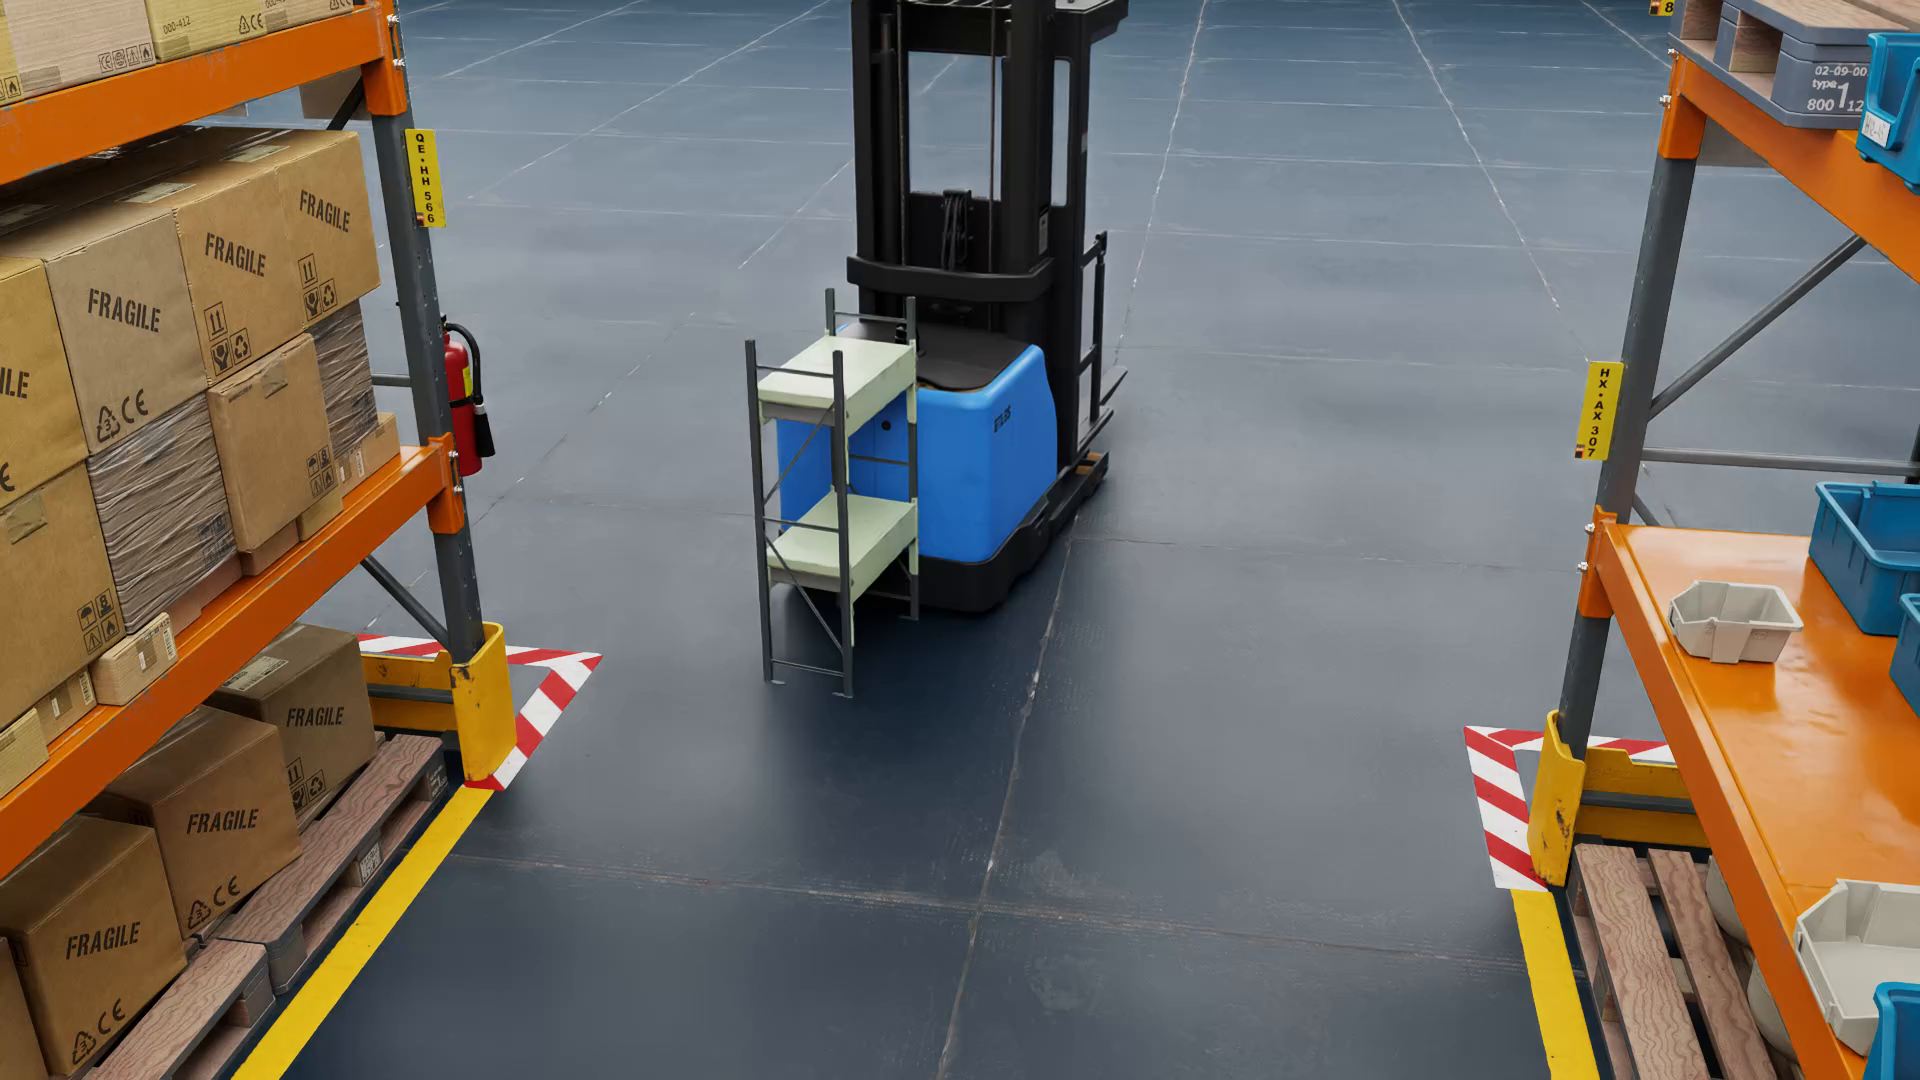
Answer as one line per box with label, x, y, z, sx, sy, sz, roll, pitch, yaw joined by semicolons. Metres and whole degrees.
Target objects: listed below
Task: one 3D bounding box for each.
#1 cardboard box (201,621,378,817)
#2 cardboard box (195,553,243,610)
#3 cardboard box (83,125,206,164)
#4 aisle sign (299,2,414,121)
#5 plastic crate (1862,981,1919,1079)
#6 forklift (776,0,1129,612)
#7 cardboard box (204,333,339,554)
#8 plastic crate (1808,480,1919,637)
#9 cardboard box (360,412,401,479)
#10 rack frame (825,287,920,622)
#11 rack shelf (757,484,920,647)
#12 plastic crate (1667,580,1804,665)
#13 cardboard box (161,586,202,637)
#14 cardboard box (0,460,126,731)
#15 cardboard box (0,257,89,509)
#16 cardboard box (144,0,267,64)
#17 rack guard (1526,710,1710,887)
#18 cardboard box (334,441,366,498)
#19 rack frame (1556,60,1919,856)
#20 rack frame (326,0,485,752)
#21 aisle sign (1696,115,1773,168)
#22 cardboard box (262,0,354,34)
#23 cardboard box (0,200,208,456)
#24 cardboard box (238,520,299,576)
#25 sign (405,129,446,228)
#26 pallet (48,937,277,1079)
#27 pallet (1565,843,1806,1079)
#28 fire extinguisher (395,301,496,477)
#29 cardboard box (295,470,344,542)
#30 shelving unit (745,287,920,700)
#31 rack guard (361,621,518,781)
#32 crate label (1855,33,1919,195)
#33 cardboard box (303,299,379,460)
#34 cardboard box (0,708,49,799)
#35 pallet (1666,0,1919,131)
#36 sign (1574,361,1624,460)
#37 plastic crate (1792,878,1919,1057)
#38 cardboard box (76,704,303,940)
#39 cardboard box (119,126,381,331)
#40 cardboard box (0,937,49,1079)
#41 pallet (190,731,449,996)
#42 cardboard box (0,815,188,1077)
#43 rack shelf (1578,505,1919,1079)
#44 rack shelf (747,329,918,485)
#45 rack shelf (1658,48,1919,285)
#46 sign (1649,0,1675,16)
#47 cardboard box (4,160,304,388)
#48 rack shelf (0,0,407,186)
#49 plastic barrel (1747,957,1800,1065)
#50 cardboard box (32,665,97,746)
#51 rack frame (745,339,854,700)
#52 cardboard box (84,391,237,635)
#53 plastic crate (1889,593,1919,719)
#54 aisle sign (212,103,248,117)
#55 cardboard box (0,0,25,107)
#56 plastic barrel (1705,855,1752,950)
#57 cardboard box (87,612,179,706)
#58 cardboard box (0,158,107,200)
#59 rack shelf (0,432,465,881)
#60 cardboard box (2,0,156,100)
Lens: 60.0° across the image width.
cardboard box;-2.445;0.618;5.846;0.500;0.500;0.500;9;27;18
cardboard box;-2.338;0.081;4.836;0.380;0.149;0.250;4;25;9
cardboard box;-2.685;-1.006;5.213;0.500;0.500;0.500;4;25;9
aisle sign;-2.020;-1.767;5.420;0.394;0.787;0.004;4;25;9
plastic crate;1.820;1.017;2.714;0.499;0.251;0.616;4;25;9
forklift;0.154;-1.607;8.225;1.130;2.935;3.031;9;27;18
cardboard box;-2.406;-0.319;4.924;0.875;0.500;0.500;4;25;9
plastic crate;2.774;0.056;4.767;0.499;0.251;0.616;4;25;9
cardboard box;-2.169;-0.337;5.728;0.380;0.149;0.250;4;25;9
rack frame;-0.374;-0.347;7.221;0.400;1.500;0.023;9;27;18
rack shelf;-0.501;0.094;7.049;0.431;0.370;0.720;9;27;18
plastic crate;2.097;0.230;4.531;0.298;0.136;0.250;4;25;9
cardboard box;-2.357;0.187;4.609;0.380;0.149;0.250;4;25;9
cardboard box;-2.624;0.096;4.039;0.875;0.500;0.500;4;25;9
cardboard box;-2.422;-0.343;3.796;0.500;0.500;0.500;4;25;9
cardboard box;-2.233;-1.447;4.441;0.500;0.250;0.500;4;25;9
rack guard;2.594;0.926;5.682;1.175;0.500;0.348;4;25;9
cardboard box;-2.210;-0.233;5.505;0.380;0.149;0.250;4;25;9
rack frame;2.560;-0.241;5.227;1.000;3.000;0.127;4;25;9
rack frame;-2.326;-0.584;5.960;1.000;3.000;0.127;4;25;9
aisle sign;2.283;-1.469;4.784;0.394;0.787;0.004;4;25;9
cardboard box;-2.154;-1.656;4.888;0.500;0.250;0.500;5;25;10
cardboard box;-2.332;-0.552;4.242;0.500;0.500;0.500;4;25;9
cardboard box;-2.257;-0.021;5.053;0.380;0.149;0.250;4;25;9
sign;-1.782;-1.205;5.548;0.100;0.325;0.005;4;25;9
pallet;-2.708;1.556;4.676;1.003;0.211;1.213;4;25;9
pallet;2.456;1.396;5.018;1.003;0.211;1.213;4;25;9
fire extinguisher;-1.853;-0.565;6.011;0.296;0.674;0.183;4;25;9
cardboard box;-2.201;-0.124;5.274;0.380;0.149;0.250;4;25;9
shelving unit;-0.501;-0.201;6.911;0.431;1.500;0.755;9;27;18
rack guard;-2.338;0.580;6.422;1.175;0.500;0.348;4;25;9
crate label;1.928;-0.772;2.999;0.502;0.251;0.408;4;25;9
cardboard box;-2.443;-0.536;5.389;0.875;0.500;0.500;4;25;9
cardboard box;-2.416;0.505;3.929;0.380;0.149;0.250;4;25;9
pallet;2.329;-1.175;3.906;1.003;0.211;1.213;4;25;9
sign;2.018;-0.406;5.254;0.100;0.325;0.005;4;25;9
plastic crate;1.922;0.855;3.197;0.530;0.136;0.437;4;25;9
cardboard box;-2.509;0.870;5.306;0.500;0.500;0.500;11;27;22
cardboard box;-2.172;-0.970;5.136;0.500;0.500;0.500;4;25;9
cardboard box;-2.765;1.361;4.258;0.500;0.500;0.500;2;25;4
pallet;-2.506;1.048;5.763;1.003;0.211;1.213;4;25;9
cardboard box;-2.630;1.130;4.750;0.500;0.500;0.500;6;26;13
rack shelf;2.233;0.921;3.592;1.077;0.370;4.000;4;25;9
rack shelf;-0.501;-0.555;6.745;0.431;0.370;0.720;9;27;18
rack shelf;2.233;-0.437;2.957;1.077;0.370;4.000;4;25;9
sign;2.018;-1.644;4.675;0.100;0.325;0.005;4;25;9
cardboard box;-2.248;-0.761;4.688;0.500;0.500;0.500;4;25;9
rack shelf;-2.653;-0.781;3.690;1.077;0.370;4.000;4;25;9
plastic barrel;2.446;1.186;4.618;0.421;0.512;0.421;0;25;0
cardboard box;-2.420;0.397;4.159;0.380;0.149;0.250;4;25;9
rack frame;-0.629;-0.056;6.600;0.400;1.500;0.023;9;27;18
cardboard box;-2.531;-0.113;4.484;0.875;0.500;0.500;4;25;9
plastic crate;2.662;0.327;4.188;0.499;0.251;0.408;4;25;9
aisle sign;-2.612;-1.808;5.509;0.394;0.787;0.004;4;25;9
cardboard box;-2.402;-1.022;3.534;0.500;0.250;0.500;4;25;8
plastic barrel;2.528;0.976;5.066;0.421;0.512;0.421;0;25;0
cardboard box;-2.310;0.298;4.372;0.380;0.149;0.250;4;25;9
cardboard box;-2.773;-0.797;4.767;0.500;0.500;0.500;4;25;9
rack shelf;-2.653;0.578;4.326;1.077;0.370;4.000;4;25;9
cardboard box;-2.325;-1.233;3.984;0.500;0.250;0.500;5;25;10
